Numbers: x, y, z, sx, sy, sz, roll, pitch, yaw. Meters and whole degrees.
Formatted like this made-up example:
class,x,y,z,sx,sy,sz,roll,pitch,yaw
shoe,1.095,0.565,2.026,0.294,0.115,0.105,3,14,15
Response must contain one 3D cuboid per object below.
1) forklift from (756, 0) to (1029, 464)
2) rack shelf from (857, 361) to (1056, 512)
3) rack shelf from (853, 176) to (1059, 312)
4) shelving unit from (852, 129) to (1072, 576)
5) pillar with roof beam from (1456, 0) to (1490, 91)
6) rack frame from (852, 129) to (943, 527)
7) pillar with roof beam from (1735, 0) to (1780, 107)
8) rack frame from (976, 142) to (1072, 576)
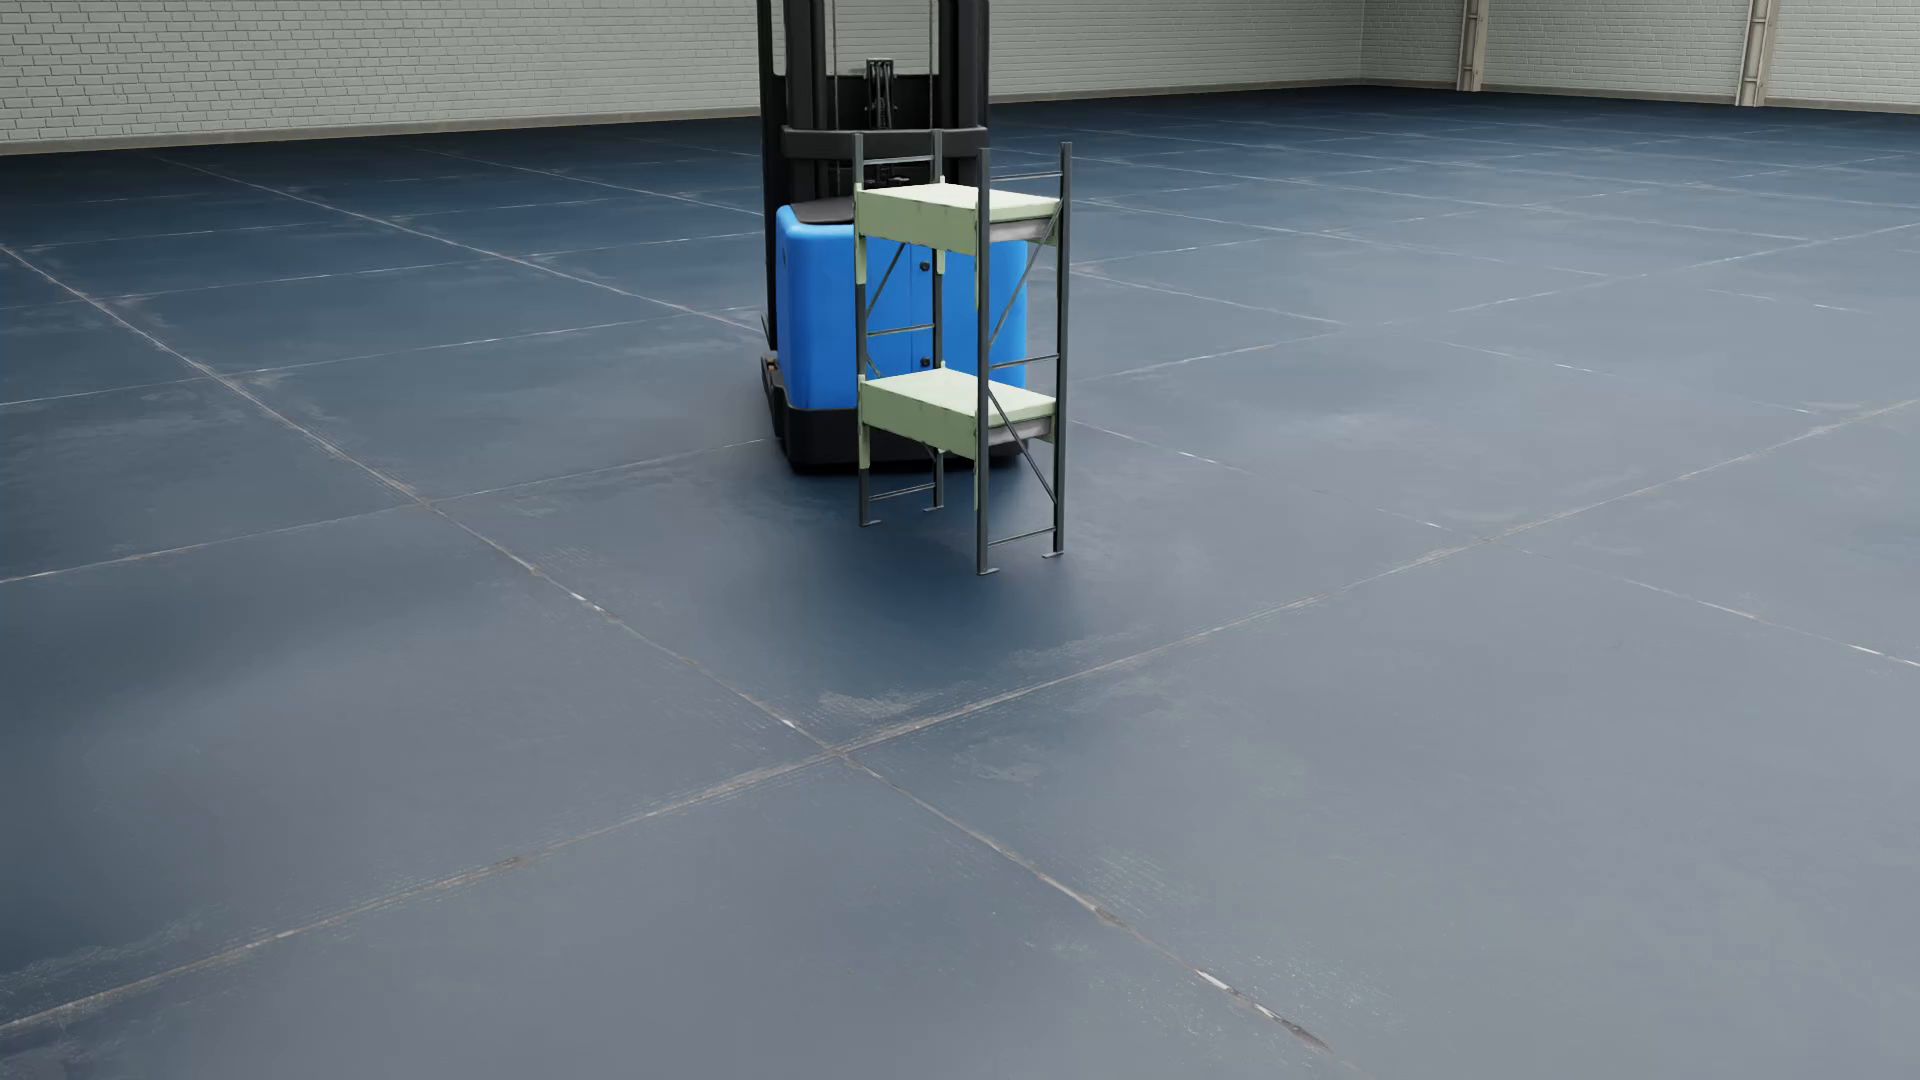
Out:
class,x,y,z,sx,sy,sz,roll,pitch,yaw
forklift,-0.445,-2.137,8.154,1.130,2.935,3.031,-3,19,-9
rack shelf,-0.004,-0.404,6.234,0.431,0.370,0.720,-14,23,-36
rack shelf,-0.004,-1.084,6.009,0.431,0.370,0.720,-14,23,-36
shelving unit,-0.004,-0.714,6.132,0.431,1.500,0.755,-14,23,-36
pillar with roof beam,7.208,-12.780,30.642,9.100,9.000,0.400,-14,23,-36
rack frame,-0.231,-0.804,6.404,0.400,1.500,0.023,-14,23,-36
pillar with roof beam,10.933,-11.302,26.178,9.100,9.000,0.400,-14,23,-36
rack frame,0.223,-0.623,5.859,0.400,1.500,0.023,-14,23,-36
